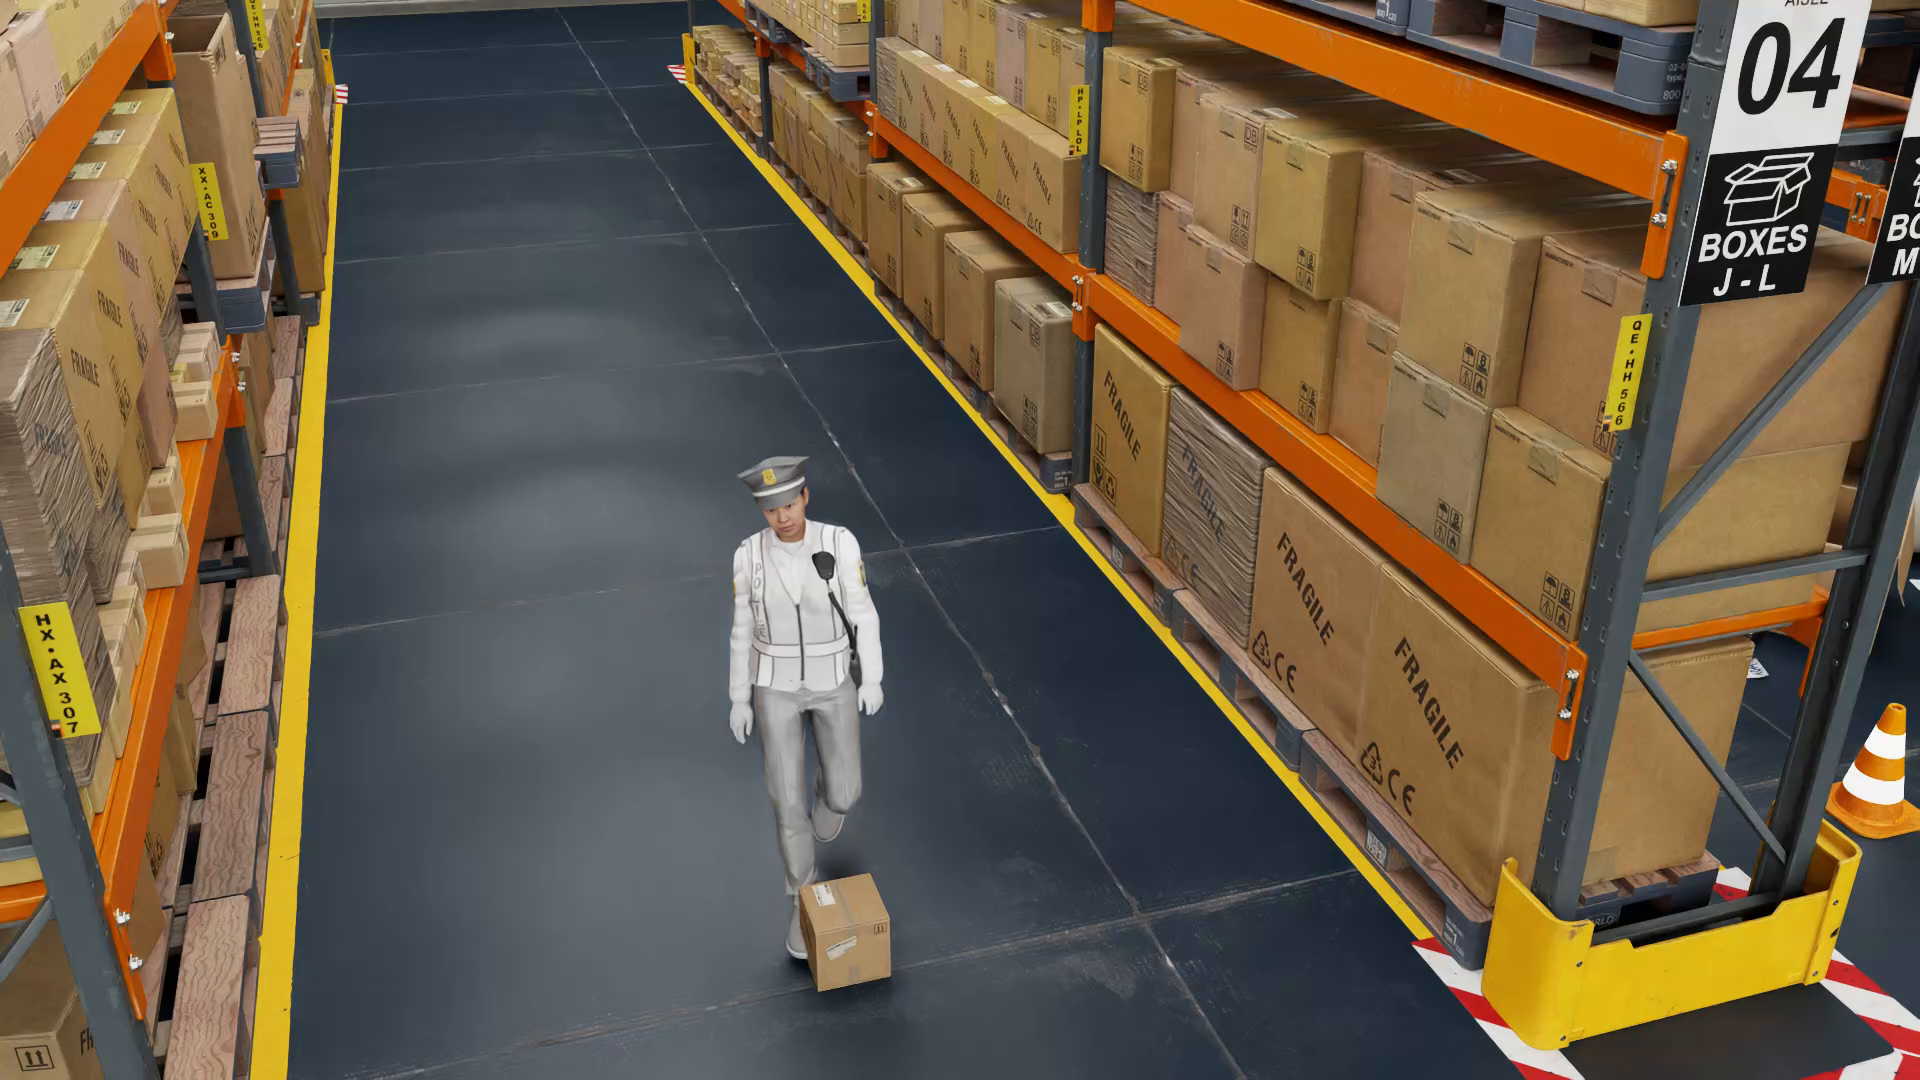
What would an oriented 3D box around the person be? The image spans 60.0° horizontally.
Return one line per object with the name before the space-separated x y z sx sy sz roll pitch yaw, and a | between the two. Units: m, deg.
person | -0.516 0.536 5.571 0.531 1.618 0.740 -2 27 -4
